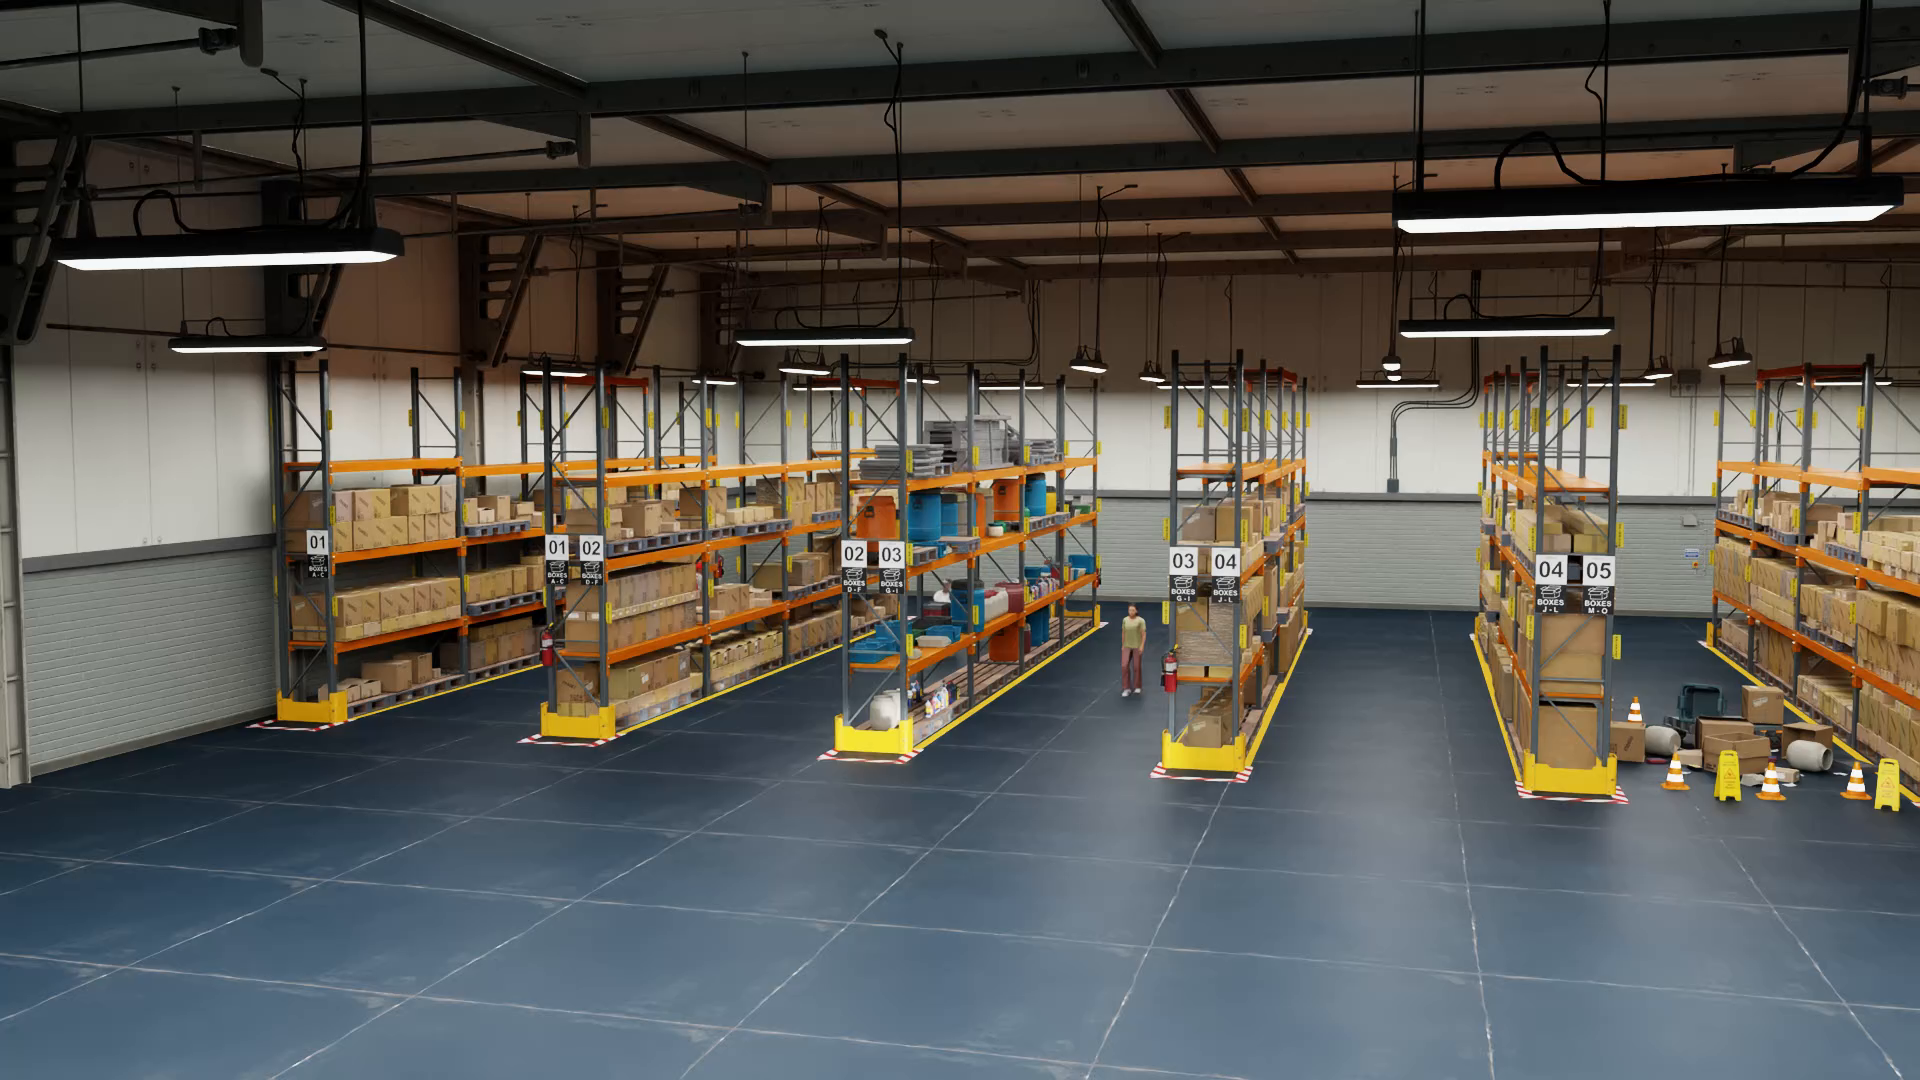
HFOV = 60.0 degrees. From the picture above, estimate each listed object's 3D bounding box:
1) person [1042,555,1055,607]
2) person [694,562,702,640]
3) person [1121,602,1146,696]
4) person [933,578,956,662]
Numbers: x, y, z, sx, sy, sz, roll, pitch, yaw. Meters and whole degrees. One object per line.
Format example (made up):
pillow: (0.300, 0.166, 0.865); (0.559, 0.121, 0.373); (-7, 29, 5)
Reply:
person: (2.167, 1.175, 41.637); (0.980, 1.636, 0.426); (0, 4, 0)
person: (-5.993, 1.388, 37.945); (0.733, 1.787, 0.582); (-3, 5, -37)
person: (3.162, 1.997, 30.370); (0.485, 1.714, 0.559); (2, 4, 23)
person: (-0.304, 1.639, 34.610); (0.584, 1.706, 1.078); (1, 4, 12)
